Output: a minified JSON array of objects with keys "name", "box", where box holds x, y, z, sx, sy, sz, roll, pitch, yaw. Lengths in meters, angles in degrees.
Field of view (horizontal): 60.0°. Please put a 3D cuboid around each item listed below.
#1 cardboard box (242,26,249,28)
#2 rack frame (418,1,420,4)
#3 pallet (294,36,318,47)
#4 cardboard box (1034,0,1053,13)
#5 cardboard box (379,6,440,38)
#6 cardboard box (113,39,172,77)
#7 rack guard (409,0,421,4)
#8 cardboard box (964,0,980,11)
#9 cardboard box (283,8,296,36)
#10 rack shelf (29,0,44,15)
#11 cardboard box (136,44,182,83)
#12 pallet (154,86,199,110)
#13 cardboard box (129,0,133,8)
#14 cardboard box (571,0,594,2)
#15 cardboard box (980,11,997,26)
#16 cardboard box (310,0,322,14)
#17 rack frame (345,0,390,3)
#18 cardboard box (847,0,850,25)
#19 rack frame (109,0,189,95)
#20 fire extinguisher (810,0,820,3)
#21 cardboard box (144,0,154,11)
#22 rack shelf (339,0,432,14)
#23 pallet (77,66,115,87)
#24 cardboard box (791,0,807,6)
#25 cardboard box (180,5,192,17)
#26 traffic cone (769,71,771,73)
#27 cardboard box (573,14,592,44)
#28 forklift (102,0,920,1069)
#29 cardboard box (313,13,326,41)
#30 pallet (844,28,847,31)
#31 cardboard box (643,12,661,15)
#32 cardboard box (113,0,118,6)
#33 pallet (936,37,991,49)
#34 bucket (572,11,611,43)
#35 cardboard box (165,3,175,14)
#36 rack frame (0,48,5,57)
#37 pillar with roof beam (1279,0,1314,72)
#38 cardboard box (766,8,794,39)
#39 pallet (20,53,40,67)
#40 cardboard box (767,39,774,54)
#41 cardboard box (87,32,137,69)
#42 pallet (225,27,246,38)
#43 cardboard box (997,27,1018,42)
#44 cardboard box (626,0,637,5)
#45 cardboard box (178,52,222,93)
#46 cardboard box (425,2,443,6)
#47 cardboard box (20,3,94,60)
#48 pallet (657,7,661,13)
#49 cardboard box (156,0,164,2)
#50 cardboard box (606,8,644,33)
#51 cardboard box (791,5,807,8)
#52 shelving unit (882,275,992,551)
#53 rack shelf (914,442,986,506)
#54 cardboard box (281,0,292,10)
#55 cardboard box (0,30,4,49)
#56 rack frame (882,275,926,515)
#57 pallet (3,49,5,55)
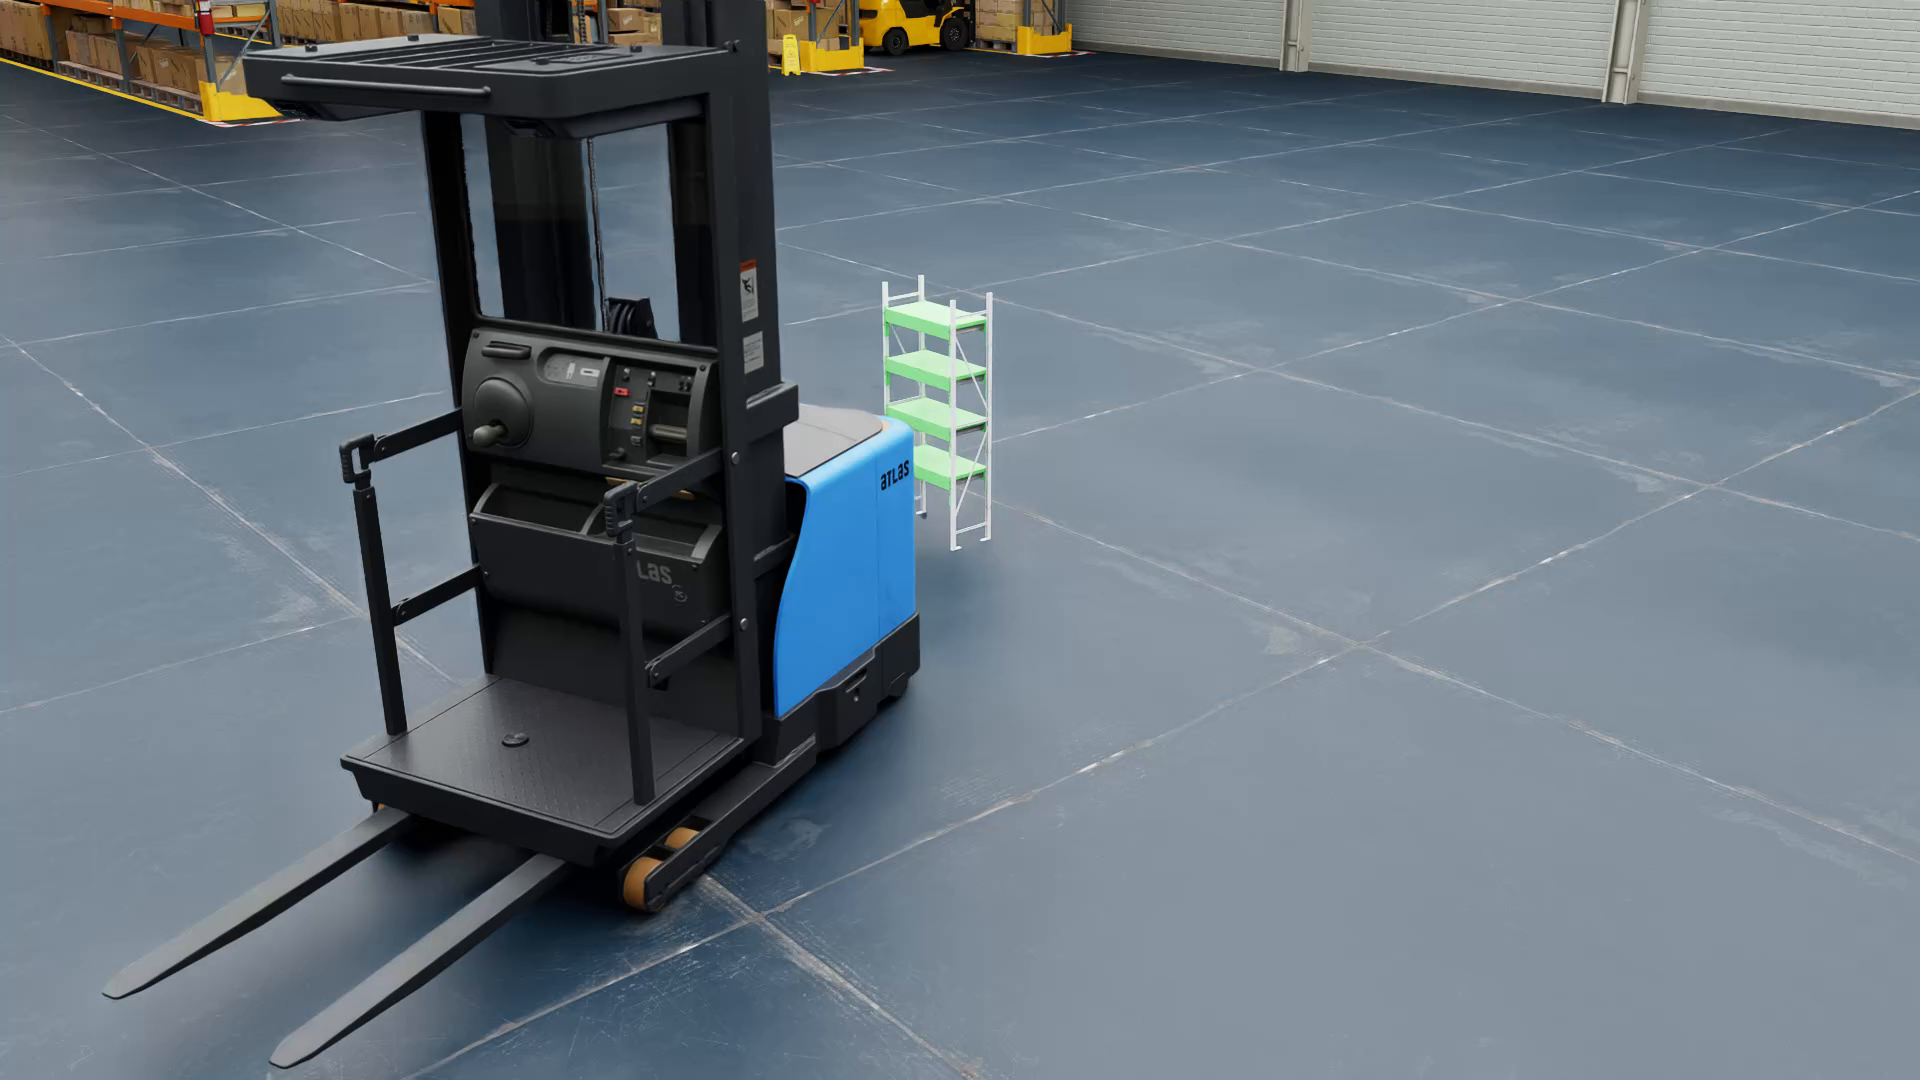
[{"name":"cardboard box","box":[-14.866,-10.828,34.851,0.380,0.149,0.250,-18,27,-38]},{"name":"rack frame","box":[-12.603,-13.959,39.510,1.000,3.000,0.127,-17,27,-37]},{"name":"pallet","box":[-12.366,-9.797,32.707,1.003,0.211,1.213,-17,27,-37]},{"name":"cardboard box","box":[1.429,-10.279,31.939,0.500,0.250,0.500,-18,28,-38]},{"name":"cardboard box","box":[-9.554,-9.002,29.365,1.050,0.750,0.750,-17,27,-37]},{"name":"cardboard box","box":[-12.662,-7.500,25.843,0.500,0.500,0.700,20,29,41]},{"name":"rack guard","box":[-12.619,-12.801,39.982,1.175,0.500,0.348,-17,27,-37]},{"name":"cardboard box","box":[0.387,-10.431,32.327,0.500,0.250,0.500,-17,27,-37]},{"name":"cardboard box","box":[-13.048,-10.266,32.933,0.500,0.500,0.500,-16,26,-35]},{"name":"rack shelf","box":[-16.194,-9.607,29.385,1.077,0.370,4.000,-17,27,-37]},{"name":"cardboard box","box":[-12.047,-7.196,25.094,0.500,0.500,0.500,-18,28,-39]},{"name":"pallet","box":[-11.012,-6.471,24.217,1.003,0.211,1.213,-17,27,-37]},{"name":"cardboard box","box":[-11.857,-7.835,24.219,0.380,0.149,0.250,-17,27,-37]},{"name":"cardboard box","box":[-6.120,-8.493,25.350,0.875,0.550,0.550,-17,27,-37]},{"name":"cardboard box","box":[0.725,-10.070,32.090,0.500,0.250,0.500,-18,28,-38]},{"name":"cardboard box","box":[-12.048,-10.186,31.702,0.500,0.250,0.500,-17,27,-37]},{"name":"rack frame","box":[-11.065,-10.542,30.787,1.000,3.000,0.127,-17,27,-37]},{"name":"cardboard box","box":[-1.862,-11.273,35.334,0.875,0.625,0.625,-18,28,-38]},{"name":"rack frame","box":[-12.278,-8.284,25.022,1.000,3.000,0.127,-17,27,-37]},{"name":"fire extinguisher","box":[-2.433,-9.361,27.877,0.296,0.674,0.183,-17,27,-37]},{"name":"cardboard box","box":[-11.376,-7.625,23.683,0.380,0.149,0.250,-17,27,-37]},{"name":"rack shelf","box":[-9.759,-9.655,29.507,1.077,0.370,4.000,-17,27,-37]},{"name":"pallet","box":[-13.587,-7.538,26.939,1.003,0.211,1.213,-17,27,-37]},{"name":"cardboard box","box":[-3.226,-11.845,36.794,0.875,0.625,0.625,-16,27,-36]},{"name":"cardboard box","box":[-10.374,-7.218,22.643,0.380,0.149,0.250,-17,27,-37]},{"name":"traffic cone","box":[-3.417,-8.169,28.205,0.336,0.463,0.334,-17,27,-37]},{"name":"cardboard box","box":[-6.336,-7.710,25.892,0.875,0.875,0.875,-17,27,-37]},{"name":"forklift","box":[-1.270,-0.412,5.016,1.130,2.935,3.031,10,24,25]},{"name":"cardboard box","box":[-12.029,-9.838,31.840,0.500,0.500,0.500,-16,27,-35]},{"name":"pallet","box":[-3.115,-11.396,36.790,1.003,0.211,1.213,-17,27,-37]},{"name":"cardboard box","box":[-6.532,-10.360,33.349,0.950,0.372,0.625,-18,28,-38]},{"name":"cardboard box","box":[-12.365,-8.036,24.733,0.380,0.149,0.250,-17,27,-37]},{"name":"pallet","box":[0.276,-9.961,33.125,1.003,0.211,1.213,-17,27,-37]},{"name":"bucket","box":[-6.619,-9.132,29.590,0.726,0.611,0.620,-8,13,-19]},{"name":"cardboard box","box":[-10.837,-7.433,23.193,0.380,0.149,0.250,-17,27,-37]},{"name":"rack frame","box":[-17.500,-10.494,30.665,1.000,3.000,0.127,-17,27,-37]},{"name":"pillar with roof beam","box":[2.482,-11.239,24.339,9.100,9.000,0.400,-17,27,-37]},{"name":"cardboard box","box":[-3.223,-9.105,29.284,0.500,0.500,0.500,-16,27,-36]},{"name":"pallet","box":[-16.138,-8.663,29.814,1.003,0.211,1.213,-17,27,-37]},{"name":"cardboard box","box":[-3.223,-8.758,29.425,0.500,0.250,0.500,-17,27,-37]},{"name":"cardboard box","box":[-13.689,-7.945,26.979,0.700,0.500,0.500,-15,26,-33]},{"name":"pallet","box":[-14.942,-10.863,35.430,1.003,0.211,1.213,-17,27,-37]},{"name":"cardboard box","box":[1.053,-9.691,31.807,0.500,0.250,0.500,-17,27,-37]},{"name":"cardboard box","box":[-7.989,-13.736,41.793,0.700,0.500,0.500,-16,27,-35]},{"name":"cardboard box","box":[-10.872,-6.722,23.884,0.500,0.500,0.500,-14,26,-33]},{"name":"cardboard box","box":[-12.096,-12.803,39.495,0.875,0.438,0.875,-19,28,-39]},{"name":"cardboard box","box":[-15.323,-8.791,28.654,1.225,0.875,0.875,-19,28,-40]},{"name":"pallet","box":[-6.682,-12.928,40.701,1.003,0.211,1.213,-17,27,-37]},{"name":"cardboard box","box":[-10.716,-7.781,23.191,0.875,0.500,0.500,-17,27,-37]},{"name":"cardboard box","box":[-6.099,-9.400,30.260,0.500,0.500,0.500,-17,27,-37]},{"name":"cardboard box","box":[-2.837,-9.241,29.631,0.500,0.500,0.500,-19,28,-39]},{"name":"shelving unit","box":[-0.108,-0.604,7.882,0.258,1.200,0.503,-17,27,-37]},{"name":"rack shelf","box":[-0.108,-0.321,7.993,0.258,0.148,0.480,-17,27,-37]},{"name":"cardboard box","box":[-13.044,-10.614,32.795,0.500,0.250,0.500,-17,27,-36]},{"name":"cardboard box","box":[-17.067,-9.529,30.536,1.225,0.875,0.875,-17,27,-37]},{"name":"rack frame","box":[-0.267,-0.672,8.054,0.240,1.200,0.015,-17,27,-37]},{"name":"pallet","box":[-17.937,-9.425,31.757,1.003,0.211,1.213,-17,27,-37]}]
